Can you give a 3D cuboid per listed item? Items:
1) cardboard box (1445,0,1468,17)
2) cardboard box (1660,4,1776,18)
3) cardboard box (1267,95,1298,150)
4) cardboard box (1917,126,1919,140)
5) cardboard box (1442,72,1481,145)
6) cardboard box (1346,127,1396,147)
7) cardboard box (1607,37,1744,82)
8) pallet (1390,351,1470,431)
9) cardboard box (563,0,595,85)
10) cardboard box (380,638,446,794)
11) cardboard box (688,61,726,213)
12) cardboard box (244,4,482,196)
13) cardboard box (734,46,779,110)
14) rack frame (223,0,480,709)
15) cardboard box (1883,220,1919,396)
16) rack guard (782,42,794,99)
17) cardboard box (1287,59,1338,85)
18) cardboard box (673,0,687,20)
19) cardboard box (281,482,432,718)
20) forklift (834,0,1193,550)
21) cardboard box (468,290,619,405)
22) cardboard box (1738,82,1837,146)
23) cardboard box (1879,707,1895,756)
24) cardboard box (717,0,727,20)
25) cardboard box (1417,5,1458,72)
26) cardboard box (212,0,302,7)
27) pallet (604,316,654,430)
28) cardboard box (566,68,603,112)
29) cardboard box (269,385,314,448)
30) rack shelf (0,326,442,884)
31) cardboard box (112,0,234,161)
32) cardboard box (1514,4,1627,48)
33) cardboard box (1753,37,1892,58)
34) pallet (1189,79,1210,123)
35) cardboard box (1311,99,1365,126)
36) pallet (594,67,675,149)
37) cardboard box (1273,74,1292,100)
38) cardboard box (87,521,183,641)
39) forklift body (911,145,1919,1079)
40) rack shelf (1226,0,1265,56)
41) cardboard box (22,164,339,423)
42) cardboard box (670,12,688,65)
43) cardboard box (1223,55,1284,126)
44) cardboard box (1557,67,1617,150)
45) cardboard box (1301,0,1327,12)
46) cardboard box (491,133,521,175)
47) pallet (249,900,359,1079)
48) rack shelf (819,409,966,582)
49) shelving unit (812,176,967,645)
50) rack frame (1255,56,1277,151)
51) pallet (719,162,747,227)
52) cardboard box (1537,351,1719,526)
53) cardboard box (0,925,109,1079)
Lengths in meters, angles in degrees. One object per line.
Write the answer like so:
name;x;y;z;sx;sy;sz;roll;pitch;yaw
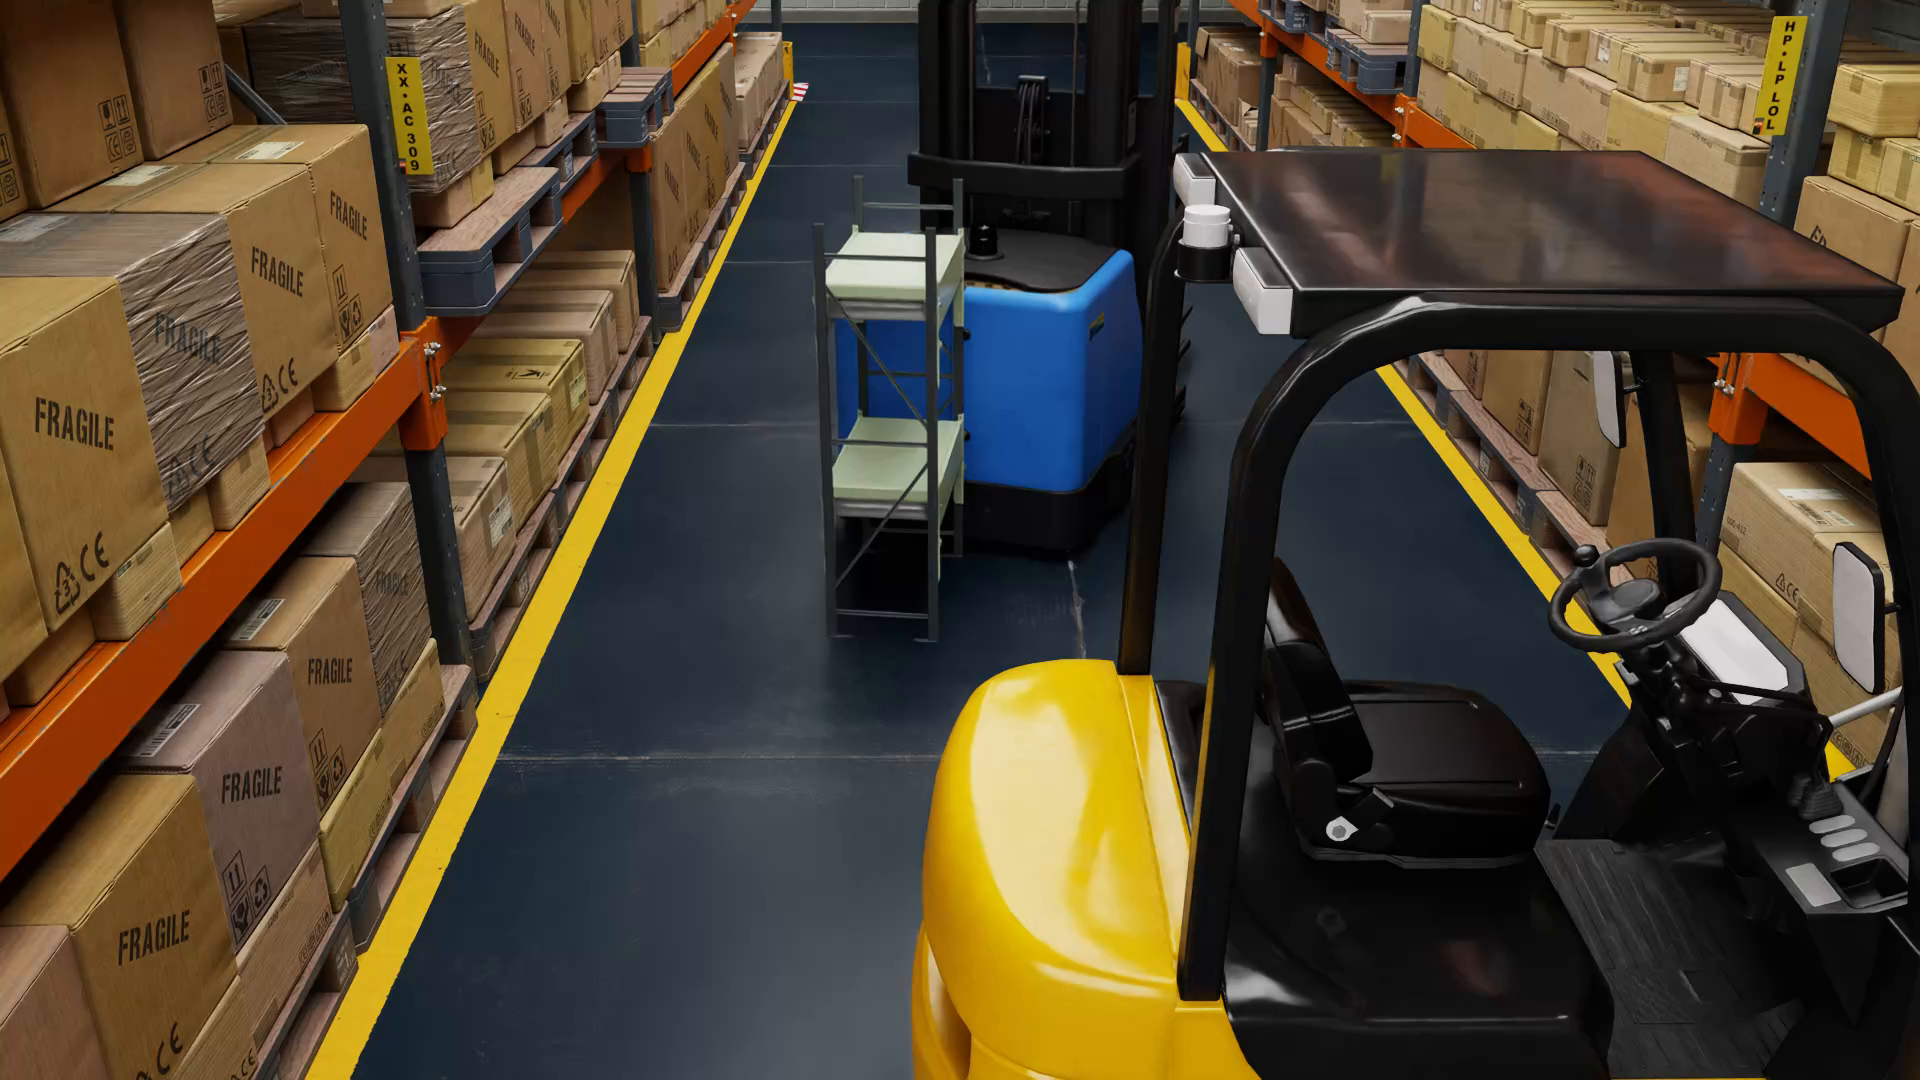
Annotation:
cardboard box;2.528;-2.570;7.884;0.380;0.149;0.250;0;24;1
cardboard box;3.161;-2.154;6.964;0.380;0.149;0.250;-1;24;-1
cardboard box;2.551;-2.972;12.205;0.500;0.500;0.500;1;24;2
cardboard box;2.676;-1.060;4.184;0.380;0.149;0.250;0;24;0
cardboard box;2.576;-2.012;7.741;0.500;0.250;0.500;-1;24;-2
cardboard box;2.603;-2.455;10.274;0.380;0.149;0.250;-1;24;-1
cardboard box;2.586;-1.728;6.021;0.380;0.149;0.250;-1;24;-2
pallet;2.785;-0.862;8.399;1.003;0.211;1.213;0;24;-1
cardboard box;-1.842;-2.213;7.011;0.500;0.500;0.500;-2;24;-4
cardboard box;-1.830;0.504;4.822;0.500;0.250;0.500;1;24;2
cardboard box;-2.088;-2.692;11.131;0.875;0.875;0.875;0;24;1
cardboard box;-1.823;-1.366;5.139;0.500;0.500;0.500;0;24;1
cardboard box;-2.110;-4.120;14.818;0.875;0.438;0.875;0;24;1
rack frame;-2.105;-0.799;4.878;1.000;3.000;0.127;0;24;-1
cardboard box;2.624;-0.470;4.028;0.500;0.500;0.500;0;24;0
rack guard;-2.236;-4.615;16.348;1.175;0.500;0.348;0;24;-1
cardboard box;2.560;-3.347;11.887;0.380;0.149;0.250;-1;24;-3
cardboard box;-1.905;-3.235;9.839;0.500;0.250;0.500;0;24;-1
cardboard box;-1.830;0.163;4.667;0.500;0.500;0.500;-1;24;-1
forklift;0.454;-1.880;7.350;1.130;2.935;3.031;8;26;17
cardboard box;-2.136;-0.905;7.790;0.950;0.372;0.625;-1;24;-2
cardboard box;2.633;-1.304;5.085;0.380;0.149;0.250;1;24;1
cardboard box;2.556;0.626;3.947;0.500;0.250;0.500;0;24;-1
cardboard box;-1.935;-3.844;11.791;0.500;0.250;0.500;-1;24;-2
cardboard box;2.550;-2.447;8.096;0.500;0.250;0.500;0;24;-1
cardboard box;-2.346;-1.566;5.580;0.500;0.500;0.500;0;24;0
pallet;-2.142;-0.855;8.385;1.003;0.211;1.213;0;24;-1
cardboard box;-1.775;-1.960;7.238;0.380;0.149;0.250;0;24;0
cardboard box;-1.862;-0.343;4.174;0.380;0.149;0.250;0;24;0
rack shelf;-2.083;0.352;3.204;1.077;0.370;4.000;0;24;-1
cardboard box;-2.317;-1.254;4.187;0.700;0.500;0.500;-1;24;-1
cardboard box;2.548;-2.148;6.951;0.380;0.149;0.250;0;24;1
cardboard box;3.116;-1.732;6.031;0.380;0.149;0.250;0;24;-1
pallet;2.738;-4.138;15.643;1.003;0.211;1.213;0;24;-1
cardboard box;2.585;-2.883;11.222;0.380;0.149;0.250;0;24;-1
pallet;-2.034;-2.067;7.913;1.213;0.211;1.003;0;24;-1
cardboard box;2.509;-3.319;12.185;0.380;0.149;0.250;1;24;2
cardboard box;-1.770;0.076;3.247;0.380;0.149;0.250;0;24;0
forklift body;1.057;0.438;3.170;2.313;2.155;1.214;0;24;-1
rack shelf;2.749;-4.616;14.190;1.077;0.370;4.000;0;24;-1
cardboard box;-1.839;-0.586;3.924;0.500;0.500;0.500;1;24;1
cardboard box;-1.926;-3.010;9.947;0.500;0.250;0.500;1;24;1
cardboard box;2.621;-3.788;14.009;0.700;0.500;0.500;-1;24;-3
cardboard box;2.585;-1.607;6.238;0.500;0.250;0.500;0;24;0
cardboard box;2.567;-3.620;10.482;0.700;0.500;0.500;0;24;-1
cardboard box;-1.829;-1.431;6.069;0.380;0.149;0.250;0;24;0
pallet;-2.046;1.252;3.726;1.003;0.211;1.213;0;24;-1
rack shelf;-0.232;-0.178;6.114;0.431;0.370;0.720;3;24;6
shelving unit;-0.232;-0.475;5.980;0.431;1.500;0.755;3;24;6
rack frame;2.771;-4.120;12.219;1.000;3.000;0.127;0;24;-1
pallet;-2.108;-2.508;12.039;1.003;0.211;1.213;0;24;-1
cardboard box;2.841;-0.467;6.516;0.875;0.625;0.625;0;24;-1
cardboard box;-1.805;1.010;2.794;0.500;0.500;0.500;-1;24;-3
